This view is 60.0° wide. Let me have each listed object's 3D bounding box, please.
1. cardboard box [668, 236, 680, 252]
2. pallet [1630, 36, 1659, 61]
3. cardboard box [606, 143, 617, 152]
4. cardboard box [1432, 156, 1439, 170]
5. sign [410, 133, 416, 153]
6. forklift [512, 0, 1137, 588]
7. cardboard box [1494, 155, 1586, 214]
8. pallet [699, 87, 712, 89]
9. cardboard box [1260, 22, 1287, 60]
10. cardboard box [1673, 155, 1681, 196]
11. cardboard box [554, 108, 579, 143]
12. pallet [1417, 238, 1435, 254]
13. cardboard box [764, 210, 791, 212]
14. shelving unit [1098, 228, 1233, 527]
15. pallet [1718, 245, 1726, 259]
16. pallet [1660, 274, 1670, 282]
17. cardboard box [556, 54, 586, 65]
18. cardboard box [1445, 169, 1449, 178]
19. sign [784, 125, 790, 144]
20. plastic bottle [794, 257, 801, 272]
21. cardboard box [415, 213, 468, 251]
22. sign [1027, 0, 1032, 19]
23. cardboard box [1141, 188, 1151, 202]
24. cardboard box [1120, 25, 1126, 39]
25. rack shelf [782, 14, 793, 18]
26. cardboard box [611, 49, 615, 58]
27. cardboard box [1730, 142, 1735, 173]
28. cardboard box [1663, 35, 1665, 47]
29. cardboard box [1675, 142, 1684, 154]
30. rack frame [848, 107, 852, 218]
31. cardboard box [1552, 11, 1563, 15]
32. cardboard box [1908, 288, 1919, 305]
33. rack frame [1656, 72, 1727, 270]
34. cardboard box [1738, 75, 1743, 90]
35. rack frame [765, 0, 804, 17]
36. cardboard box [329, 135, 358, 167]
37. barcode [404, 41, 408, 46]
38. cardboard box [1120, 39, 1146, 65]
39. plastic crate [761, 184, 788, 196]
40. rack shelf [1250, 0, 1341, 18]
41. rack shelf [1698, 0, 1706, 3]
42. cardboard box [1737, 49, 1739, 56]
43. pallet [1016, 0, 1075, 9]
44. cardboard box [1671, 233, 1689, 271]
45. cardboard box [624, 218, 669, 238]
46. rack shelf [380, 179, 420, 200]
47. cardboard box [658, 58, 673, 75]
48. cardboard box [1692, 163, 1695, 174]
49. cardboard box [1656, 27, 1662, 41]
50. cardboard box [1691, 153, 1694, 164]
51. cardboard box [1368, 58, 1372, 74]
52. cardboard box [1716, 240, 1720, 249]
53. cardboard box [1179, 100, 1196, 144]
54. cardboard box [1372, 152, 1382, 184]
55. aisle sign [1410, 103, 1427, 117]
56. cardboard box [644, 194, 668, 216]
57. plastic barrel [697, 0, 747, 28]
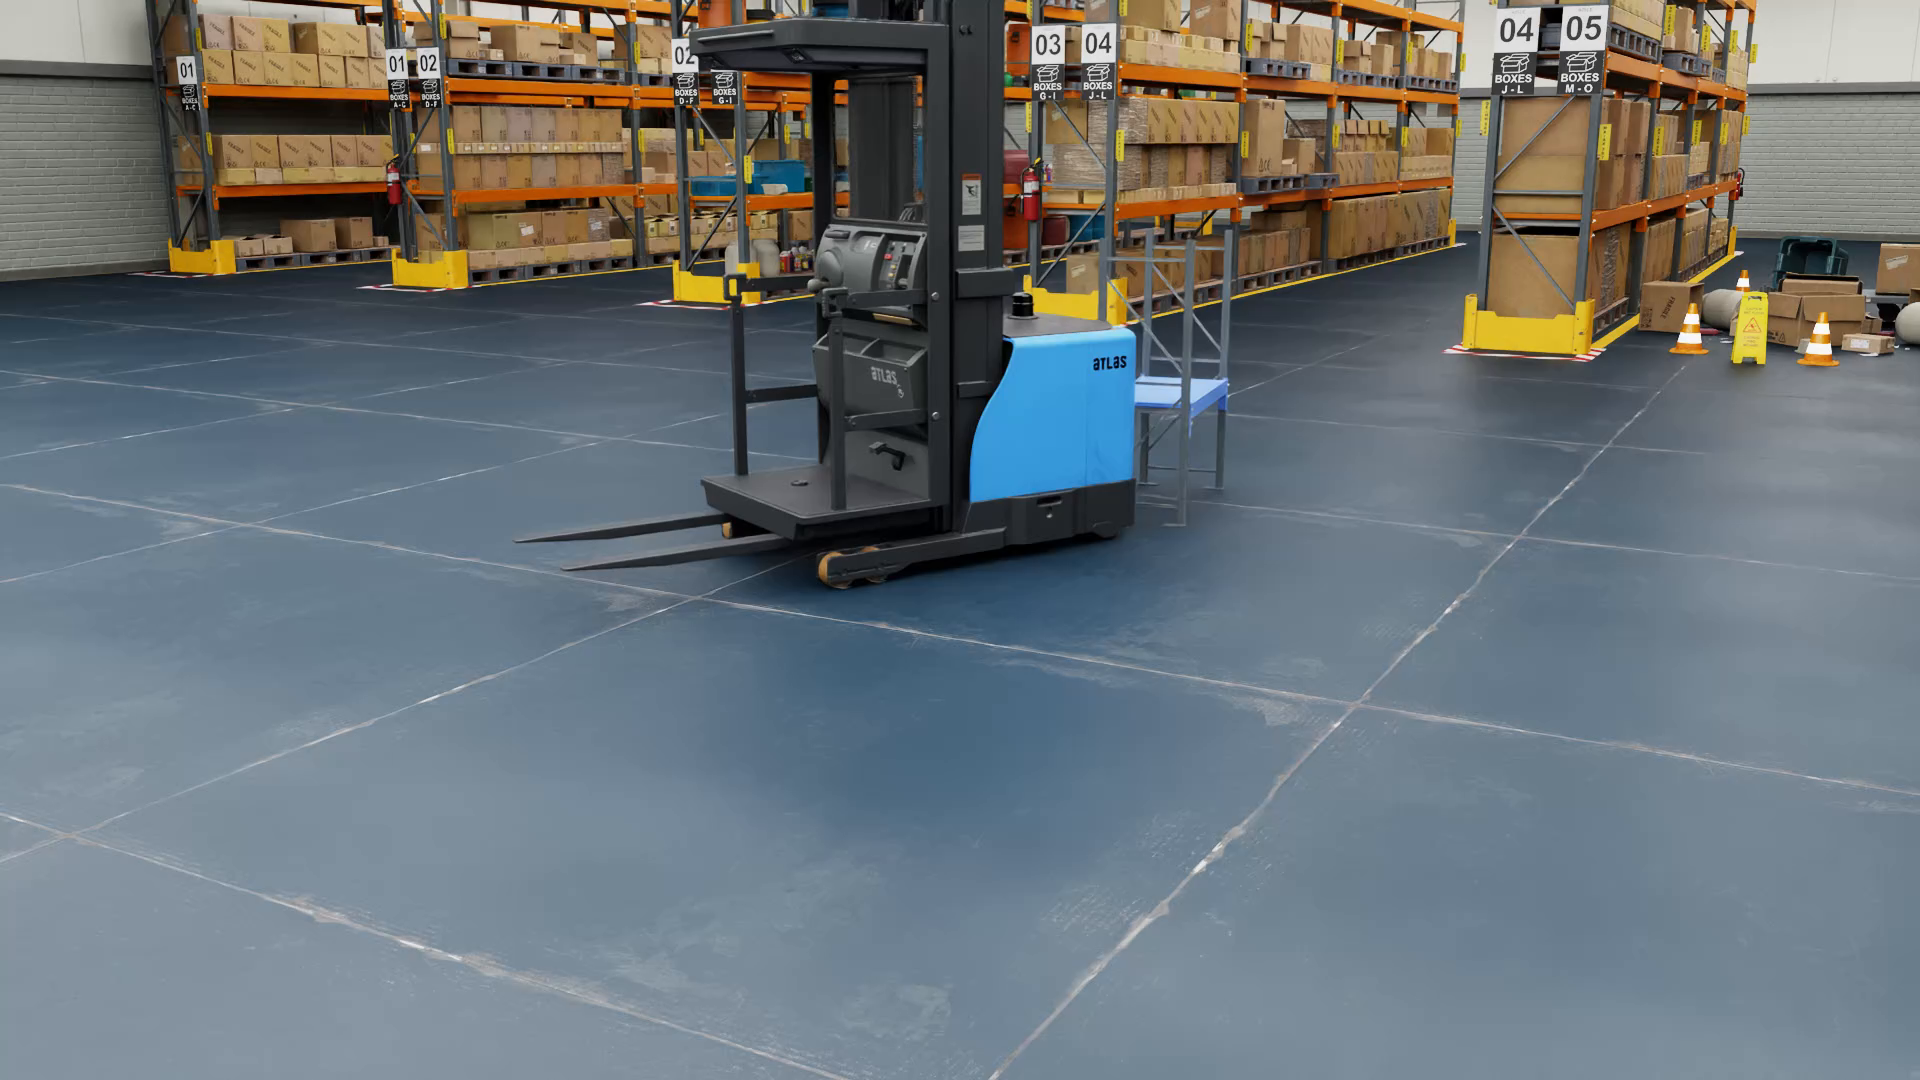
[{"bbox_3d":[-4.823,-4.882,27.354,0.500,0.250,0.500,8,16,29],"label":"cardboard box"},{"bbox_3d":[7.075,-5.398,18.312,1.003,0.211,1.213,7,15,28],"label":"pallet"},{"bbox_3d":[-5.548,-6.088,25.791,0.380,0.149,0.250,7,15,27],"label":"cardboard box"},{"bbox_3d":[8.494,-6.928,30.554,0.500,0.250,0.500,7,15,26],"label":"cardboard box"},{"bbox_3d":[-9.343,-6.777,28.395,0.100,0.325,0.005,7,15,28],"label":"sign"},{"bbox_3d":[-0.606,-1.344,7.853,3.031,2.935,1.130,-9,16,-33],"label":"forklift"},{"bbox_3d":[5.686,-3.483,16.260,0.875,0.550,0.550,7,15,28],"label":"cardboard box"},{"bbox_3d":[-4.337,-7.663,27.922,1.003,0.211,1.213,8,16,31],"label":"pallet"},{"bbox_3d":[3.955,-6.723,22.504,0.797,0.503,0.637,8,16,30],"label":"cardboard box"},{"bbox_3d":[8.947,-4.691,21.378,0.500,0.500,0.500,7,15,27],"label":"cardboard box"},{"bbox_3d":[-6.178,-6.236,25.019,0.700,0.500,0.500,7,15,28],"label":"cardboard box"},{"bbox_3d":[8.079,-5.416,30.549,1.003,0.211,1.213,7,15,28],"label":"pallet"},{"bbox_3d":[-3.303,-5.893,30.972,0.500,0.500,0.500,8,16,30],"label":"cardboard box"},{"bbox_3d":[1.135,-0.931,9.197,0.538,1.500,1.048,5,14,19],"label":"shelving unit"},{"bbox_3d":[12.821,-5.077,29.144,1.003,0.211,1.213,7,15,28],"label":"pallet"},{"bbox_3d":[8.966,-3.461,22.440,1.003,0.211,1.213,7,15,28],"label":"pallet"},{"bbox_3d":[-5.827,-7.185,24.877,0.380,0.149,0.250,7,15,28],"label":"cardboard box"},{"bbox_3d":[8.980,-6.908,31.323,0.380,0.149,0.250,8,15,29],"label":"cardboard box"},{"bbox_3d":[-3.062,-7.176,29.430,0.100,0.325,0.005,7,15,28],"label":"sign"},{"bbox_3d":[-2.247,-3.819,23.007,0.097,0.201,0.097,0,14,0],"label":"plastic bottle"},{"bbox_3d":[-7.418,-4.410,23.797,0.500,0.500,0.500,7,15,28],"label":"cardboard box"},{"bbox_3d":[0.777,-5.867,18.180,0.100,0.325,0.005,7,15,28],"label":"sign"},{"bbox_3d":[1.974,-3.973,19.149,0.380,0.149,0.250,7,15,28],"label":"cardboard box"},{"bbox_3d":[1.589,-5.521,18.102,0.380,0.149,0.250,7,15,28],"label":"cardboard box"},{"bbox_3d":[-2.583,-9.458,30.954,1.077,0.370,4.000,7,15,28],"label":"rack shelf"},{"bbox_3d":[-6.748,-9.862,33.886,0.500,0.250,0.500,7,15,26],"label":"cardboard box"},{"bbox_3d":[12.799,-6.473,28.135,0.500,0.500,0.500,7,15,28],"label":"cardboard box"},{"bbox_3d":[8.198,-5.923,19.727,0.250,0.149,0.380,7,15,28],"label":"cardboard box"},{"bbox_3d":[9.809,-5.415,22.965,0.380,0.149,0.250,7,15,28],"label":"cardboard box"},{"bbox_3d":[-1.149,-5.293,24.089,1.000,3.000,0.127,7,15,28],"label":"rack frame"},{"bbox_3d":[5.781,-5.346,16.484,0.500,0.250,0.500,7,15,28],"label":"cardboard box"},{"bbox_3d":[10.153,-2.330,17.124,0.500,0.500,0.500,-5,14,-20],"label":"cardboard box"},{"bbox_3d":[11.347,-5.791,26.152,1.000,3.000,0.127,7,15,28],"label":"rack frame"},{"bbox_3d":[12.801,-7.667,27.858,0.500,0.250,0.500,8,16,30],"label":"cardboard box"},{"bbox_3d":[-4.020,-11.794,38.254,1.000,3.000,0.127,7,15,28],"label":"rack frame"},{"bbox_3d":[-10.268,-6.380,27.274,0.500,0.500,0.500,7,15,26],"label":"cardboard box"},{"bbox_3d":[-7.693,-6.891,23.080,0.001,0.075,0.075,7,15,28],"label":"barcode"},{"bbox_3d":[1.712,-5.366,18.312,0.500,0.250,0.500,8,16,30],"label":"cardboard box"},{"bbox_3d":[-2.368,-4.491,21.326,0.298,0.136,0.250,7,15,28],"label":"plastic crate"},{"bbox_3d":[4.154,-7.515,22.891,1.077,0.370,4.000,7,15,28],"label":"rack shelf"},{"bbox_3d":[8.447,-6.932,20.474,1.077,0.370,4.000,7,15,28],"label":"rack shelf"},{"bbox_3d":[12.614,-8.019,27.397,0.380,0.149,0.250,7,15,26],"label":"cardboard box"},{"bbox_3d":[1.160,-8.888,27.458,1.213,0.211,1.003,7,15,28],"label":"pallet"},{"bbox_3d":[9.979,-4.075,23.474,0.500,0.500,0.500,7,15,26],"label":"cardboard box"},{"bbox_3d":[-5.065,-5.052,26.862,0.500,0.311,0.500,7,15,28],"label":"cardboard box"},{"bbox_3d":[-8.855,-6.476,30.531,1.077,0.370,4.000,7,15,28],"label":"rack shelf"},{"bbox_3d":[-4.914,-7.683,27.025,0.500,0.250,0.500,6,15,23],"label":"cardboard box"},{"bbox_3d":[10.446,-5.393,24.144,0.380,0.149,0.250,8,16,29],"label":"cardboard box"},{"bbox_3d":[7.584,-5.627,18.501,0.380,0.149,0.250,7,15,28],"label":"cardboard box"},{"bbox_3d":[10.321,-5.487,23.897,0.380,0.149,0.250,7,15,28],"label":"cardboard box"},{"bbox_3d":[6.445,-7.777,27.288,0.500,0.311,0.500,7,15,26],"label":"cardboard box"},{"bbox_3d":[12.644,-5.024,28.159,0.380,0.149,0.250,8,16,29],"label":"cardboard box"},{"bbox_3d":[2.482,-4.980,19.810,0.500,0.500,0.500,7,15,28],"label":"cardboard box"},{"bbox_3d":[6.575,-6.086,27.165,0.500,0.500,0.500,7,15,27],"label":"cardboard box"},{"bbox_3d":[8.760,-8.506,31.871,0.394,0.787,0.004,7,15,28],"label":"aisle sign"},{"bbox_3d":[-6.582,-6.885,34.384,0.750,0.750,0.750,8,16,30],"label":"cardboard box"},{"bbox_3d":[-2.959,-6.458,20.707,0.600,0.830,0.708,7,15,28],"label":"plastic barrel"}]
